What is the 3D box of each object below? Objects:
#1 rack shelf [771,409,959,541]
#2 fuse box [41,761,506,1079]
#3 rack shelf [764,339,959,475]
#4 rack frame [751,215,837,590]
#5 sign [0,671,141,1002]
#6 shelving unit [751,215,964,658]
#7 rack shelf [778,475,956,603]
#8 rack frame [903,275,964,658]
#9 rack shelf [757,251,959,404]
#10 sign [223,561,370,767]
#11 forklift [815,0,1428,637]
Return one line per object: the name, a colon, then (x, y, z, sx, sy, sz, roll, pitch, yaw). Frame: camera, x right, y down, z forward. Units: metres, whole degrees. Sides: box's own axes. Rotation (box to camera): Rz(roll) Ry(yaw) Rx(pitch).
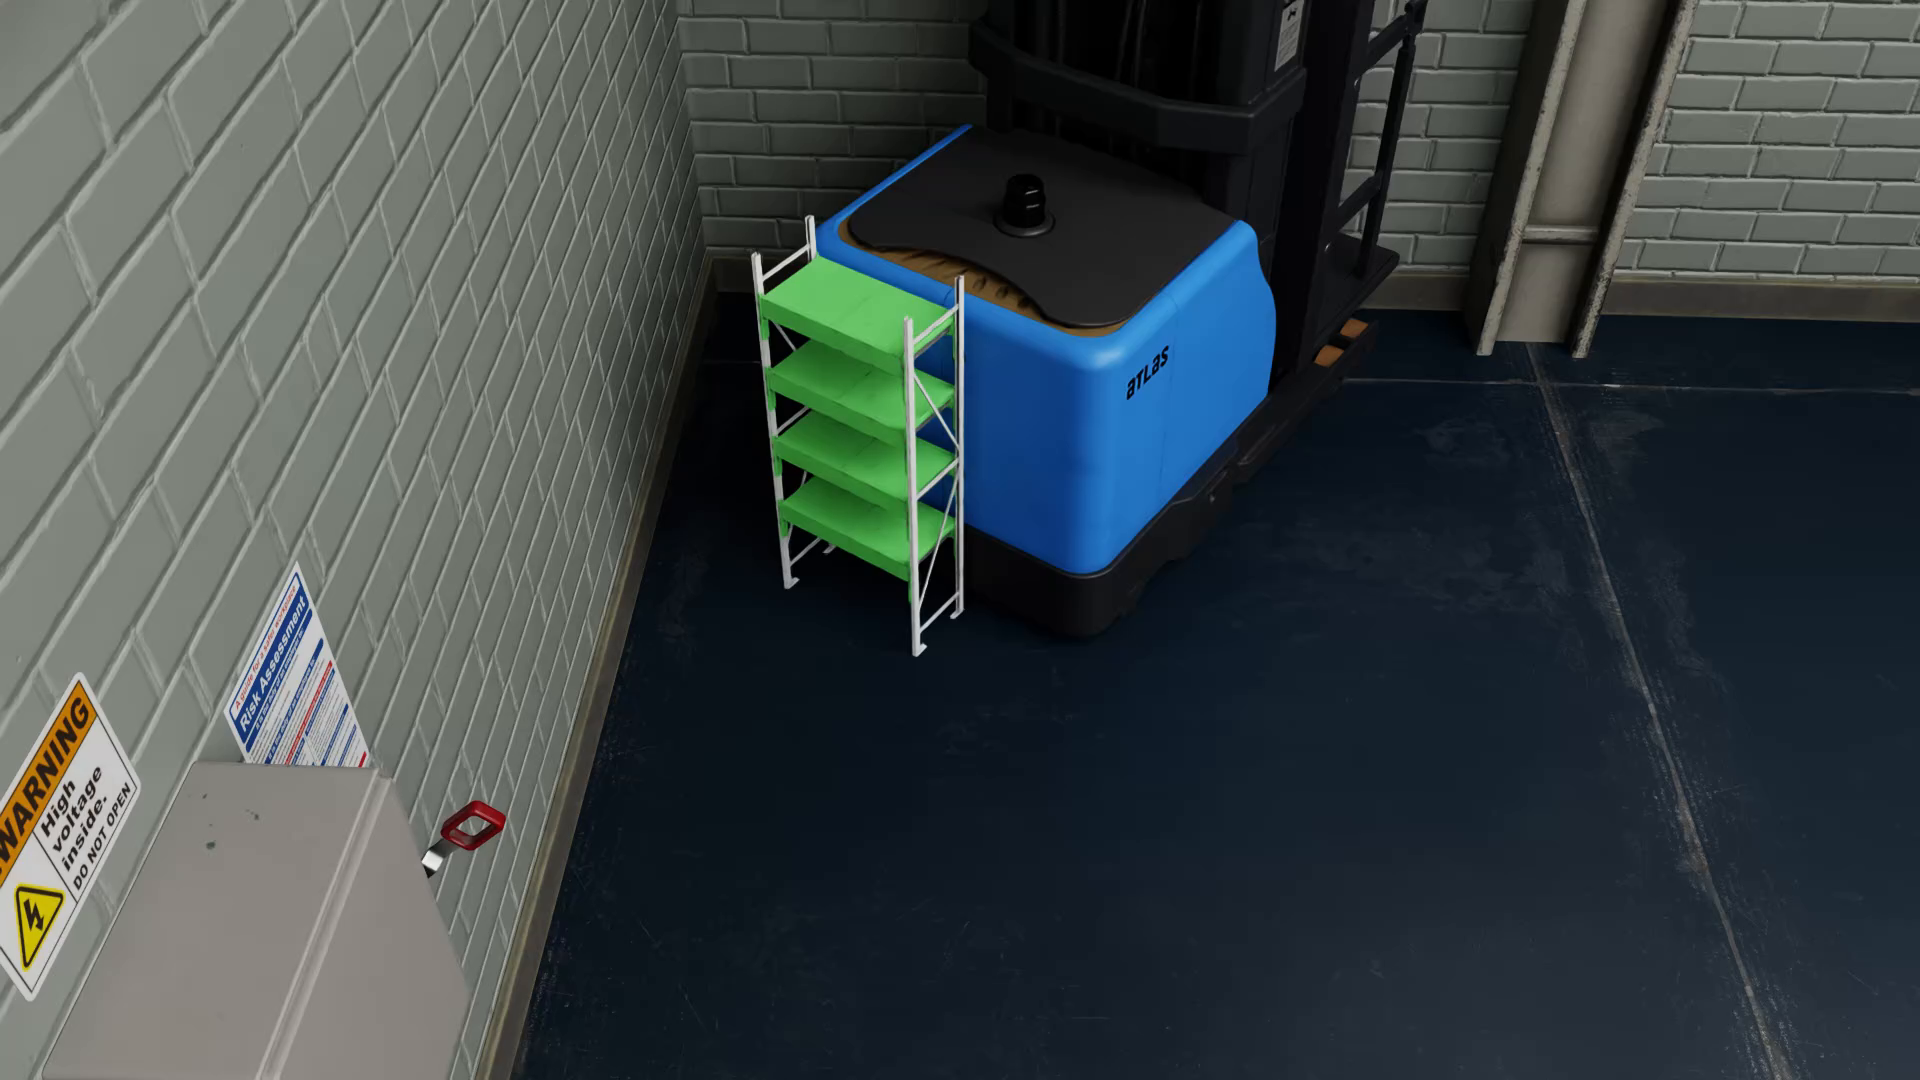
rack shelf: (-0.264, -0.213, 4.692, 0.480, 0.148, 0.258, 26, 49, 25)
fuse box: (-0.908, 1.105, 2.809, 0.414, 1.711, 0.539, 2, 43, 2)
rack shelf: (-0.264, -0.388, 4.528, 0.480, 0.148, 0.258, 26, 49, 25)
rack frame: (-0.463, -0.356, 4.752, 0.015, 1.200, 0.240, 26, 49, 25)
sign: (-1.117, 0.362, 2.055, 0.001, 0.242, 0.339, 2, 43, 2)
shelving unit: (-0.264, -0.259, 4.648, 0.503, 1.200, 0.258, 26, 49, 25)
rack shelf: (-0.264, -0.037, 4.855, 0.480, 0.148, 0.258, 26, 49, 25)
rack frame: (-0.065, -0.163, 4.545, 0.015, 1.200, 0.240, 26, 49, 25)
rack shelf: (-0.264, -0.564, 4.365, 0.480, 0.148, 0.258, 26, 49, 25)
sign: (-1.093, 0.325, 2.770, 0.001, 0.494, 0.329, 2, 43, 2)
forklift: (0.822, -1.757, 4.986, 1.130, 2.935, 3.031, 26, 49, 25)
